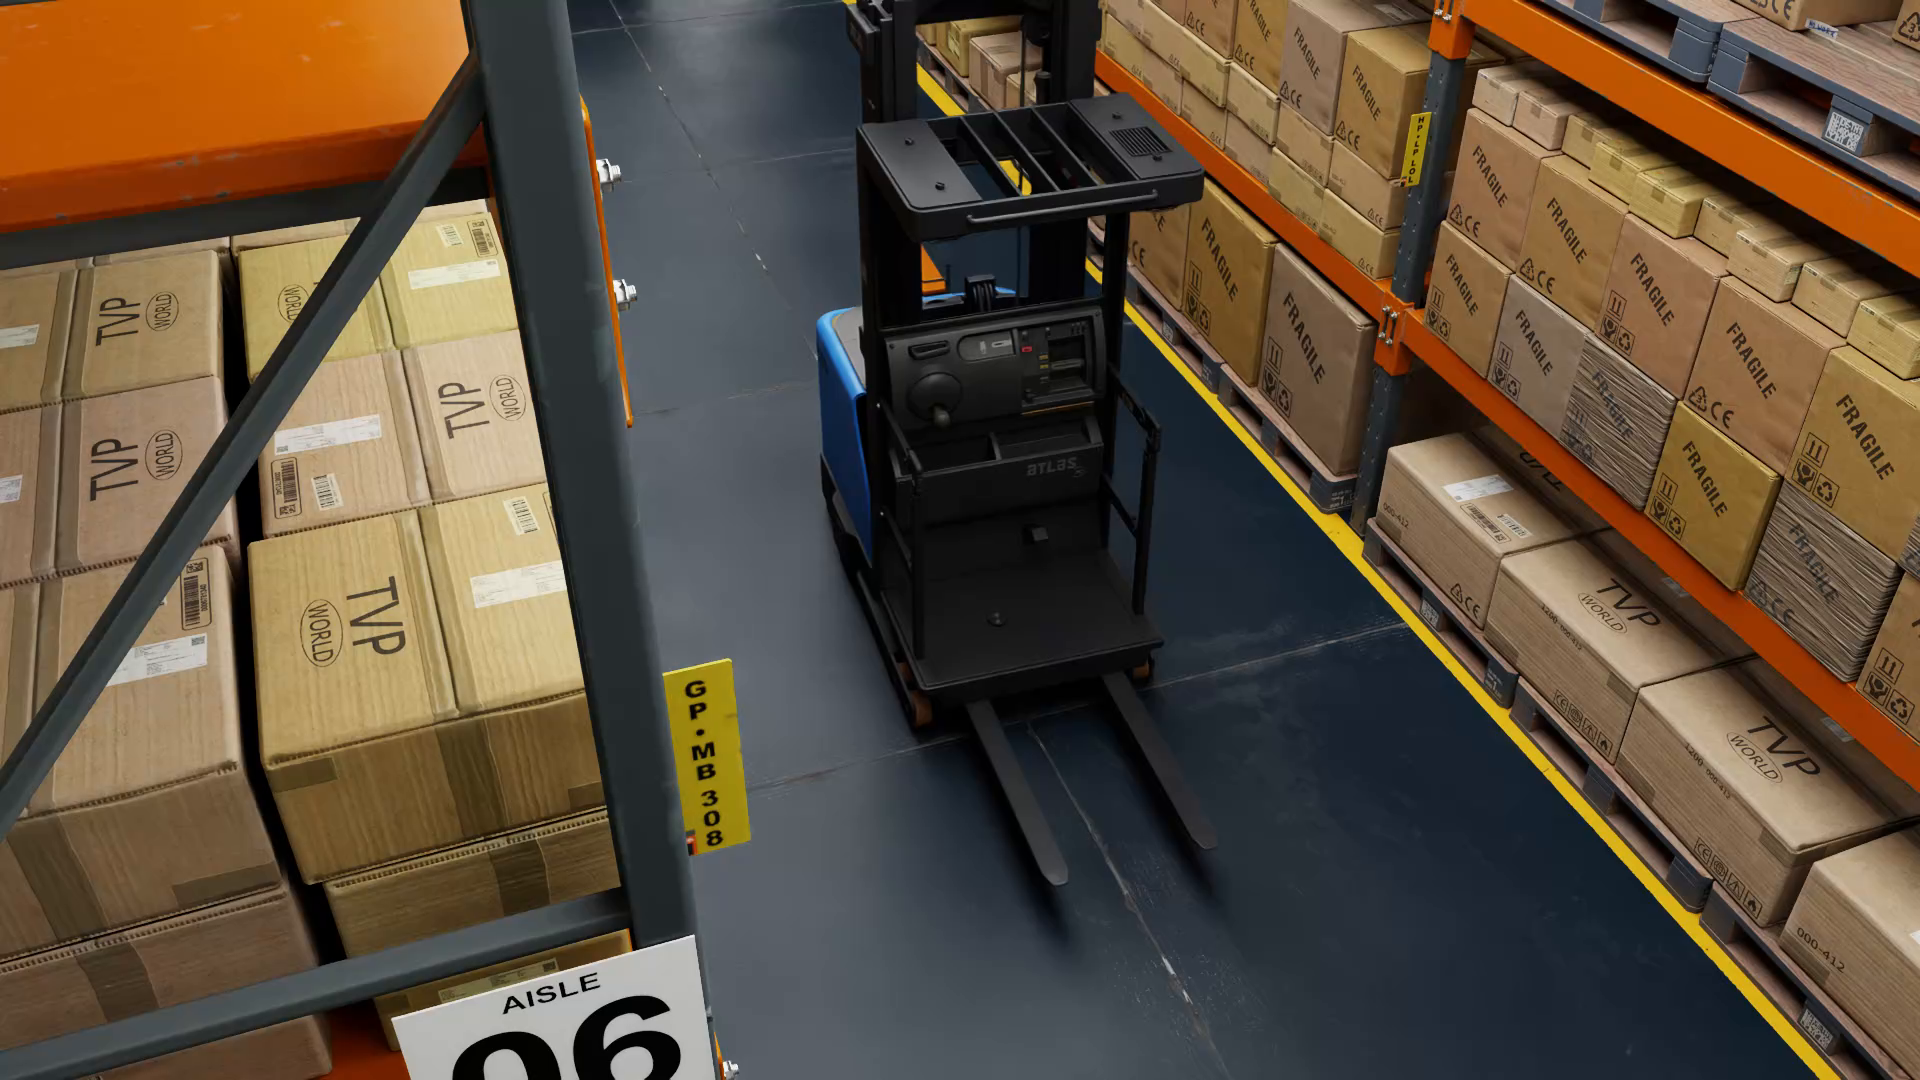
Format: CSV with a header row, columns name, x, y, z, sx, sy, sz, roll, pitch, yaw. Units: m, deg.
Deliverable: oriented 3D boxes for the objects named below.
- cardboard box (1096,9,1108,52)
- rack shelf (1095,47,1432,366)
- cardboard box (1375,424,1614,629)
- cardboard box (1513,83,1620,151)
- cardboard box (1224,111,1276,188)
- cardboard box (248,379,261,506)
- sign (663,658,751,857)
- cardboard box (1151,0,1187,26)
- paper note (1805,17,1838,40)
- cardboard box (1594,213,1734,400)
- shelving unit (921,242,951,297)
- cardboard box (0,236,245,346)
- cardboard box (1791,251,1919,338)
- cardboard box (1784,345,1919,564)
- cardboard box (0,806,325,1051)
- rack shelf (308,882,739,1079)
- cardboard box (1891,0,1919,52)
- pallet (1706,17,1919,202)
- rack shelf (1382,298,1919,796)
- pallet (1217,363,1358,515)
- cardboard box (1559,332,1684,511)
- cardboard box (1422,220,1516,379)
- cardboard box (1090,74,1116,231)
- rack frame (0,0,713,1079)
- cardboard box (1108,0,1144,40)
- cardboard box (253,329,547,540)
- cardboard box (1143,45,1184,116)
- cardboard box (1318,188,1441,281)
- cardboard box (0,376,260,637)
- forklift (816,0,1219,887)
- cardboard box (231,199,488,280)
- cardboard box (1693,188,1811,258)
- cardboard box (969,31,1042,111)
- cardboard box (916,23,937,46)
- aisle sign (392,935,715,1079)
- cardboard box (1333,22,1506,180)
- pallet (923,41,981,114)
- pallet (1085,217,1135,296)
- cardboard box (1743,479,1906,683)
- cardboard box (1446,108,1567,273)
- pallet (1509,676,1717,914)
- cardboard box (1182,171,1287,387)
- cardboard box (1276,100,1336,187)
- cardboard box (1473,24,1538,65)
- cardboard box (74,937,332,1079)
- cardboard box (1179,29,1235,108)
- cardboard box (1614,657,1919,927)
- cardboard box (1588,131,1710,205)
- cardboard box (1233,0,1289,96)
name,x,y,z,sx,sy,sz,roll,pitch,yaw
cardboard box,0.997,-3.213,10.147,0.500,0.250,0.500,-13,39,-17
rack shelf,1.753,-2.184,9.254,1.077,0.370,4.000,-12,39,-16
cardboard box,2.557,-0.109,7.682,0.875,0.438,0.875,-13,39,-17
cardboard box,2.410,-1.666,6.516,0.380,0.149,0.250,-12,39,-15
cardboard box,1.720,-2.060,8.616,0.500,0.250,0.500,-13,39,-17
cardboard box,-1.605,-0.076,3.242,0.500,0.250,0.500,-13,39,-17
sign,-0.332,0.288,2.155,0.100,0.325,0.005,-12,39,-16
cardboard box,1.348,-3.138,9.008,0.500,0.500,0.500,-11,38,-15
paper note,2.548,-1.515,4.923,0.006,0.032,0.123,-12,39,-16
cardboard box,2.711,-0.883,6.015,0.500,0.500,0.500,-12,39,-15
shelving unit,-0.238,-0.980,8.554,0.258,1.200,0.503,-11,38,-14
cardboard box,-1.769,-0.573,3.487,0.500,0.250,0.500,-13,39,-16
cardboard box,2.943,-0.803,5.370,0.380,0.149,0.250,-11,38,-14
cardboard box,3.054,-0.313,5.259,0.500,0.500,0.500,-13,39,-16
cardboard box,-1.250,0.496,2.483,0.500,0.250,0.500,-13,39,-17
rack shelf,-1.530,-0.093,3.985,1.077,0.370,4.000,-12,39,-16
cardboard box,3.265,-1.698,5.002,0.500,0.500,0.500,-12,39,-15
pallet,3.129,-1.352,5.132,1.003,0.211,1.213,-12,39,-16
rack shelf,3.130,0.076,6.254,1.077,0.370,4.000,-12,39,-16
pallet,2.105,-0.648,8.935,1.003,0.211,1.213,-12,39,-16
cardboard box,2.691,-0.495,6.331,0.500,0.500,0.500,-12,39,-16
cardboard box,2.357,-1.062,7.084,0.500,0.500,0.500,-11,38,-14
cardboard box,1.225,-2.513,10.510,0.875,0.875,0.875,-13,39,-16
rack frame,-0.841,-0.448,1.366,1.000,3.000,0.127,-12,39,-16
cardboard box,1.184,-3.111,9.597,0.500,0.250,0.500,-12,39,-15
cardboard box,-0.916,-0.103,2.862,0.500,0.250,0.500,-13,39,-16
cardboard box,1.365,-2.629,9.371,0.500,0.250,0.500,-11,38,-14
cardboard box,2.050,-1.483,7.850,0.500,0.250,0.500,-13,39,-17
cardboard box,-1.435,0.004,2.720,0.500,0.250,0.500,-14,39,-17
forklift,0.220,-0.636,6.658,1.130,2.935,3.031,-11,38,-14
cardboard box,-1.286,-0.670,3.614,0.500,0.250,0.500,-11,38,-15
cardboard box,2.793,-1.097,5.760,0.380,0.149,0.250,-13,39,-16
cardboard box,0.618,-3.456,12.180,0.950,0.372,0.625,-13,39,-17
cardboard box,0.122,-4.278,13.271,0.950,0.372,0.625,-10,38,-13
aisle sign,-0.542,0.887,2.418,0.394,0.787,0.004,-12,39,-16
cardboard box,2.052,-1.981,7.473,0.500,0.500,0.500,-11,38,-14
pallet,0.381,-3.617,12.877,1.003,0.211,1.213,-12,39,-16
pallet,1.265,-2.026,10.765,1.003,0.211,1.213,-12,39,-16
cardboard box,3.059,0.085,5.560,0.500,0.500,0.500,-11,38,-15
cardboard box,2.378,-1.462,6.783,0.500,0.500,0.500,-12,39,-16
pallet,3.053,0.908,6.869,1.003,0.211,1.213,-12,39,-16
cardboard box,1.835,-1.503,9.169,0.875,0.875,0.875,-11,38,-15
cardboard box,1.882,-1.961,8.069,0.500,0.250,0.500,-12,38,-15
cardboard box,2.560,-2.089,7.616,0.500,0.500,0.500,-12,39,-15
cardboard box,-1.169,0.717,2.520,0.380,0.149,0.250,-11,38,-15
cardboard box,1.506,-2.538,8.835,0.500,0.250,0.500,-12,39,-15
cardboard box,3.174,0.906,6.334,0.875,0.438,0.875,-11,38,-15
cardboard box,2.565,-1.378,6.133,0.380,0.149,0.250,-13,39,-16
cardboard box,1.711,-2.562,8.245,0.500,0.500,0.500,-11,38,-15
